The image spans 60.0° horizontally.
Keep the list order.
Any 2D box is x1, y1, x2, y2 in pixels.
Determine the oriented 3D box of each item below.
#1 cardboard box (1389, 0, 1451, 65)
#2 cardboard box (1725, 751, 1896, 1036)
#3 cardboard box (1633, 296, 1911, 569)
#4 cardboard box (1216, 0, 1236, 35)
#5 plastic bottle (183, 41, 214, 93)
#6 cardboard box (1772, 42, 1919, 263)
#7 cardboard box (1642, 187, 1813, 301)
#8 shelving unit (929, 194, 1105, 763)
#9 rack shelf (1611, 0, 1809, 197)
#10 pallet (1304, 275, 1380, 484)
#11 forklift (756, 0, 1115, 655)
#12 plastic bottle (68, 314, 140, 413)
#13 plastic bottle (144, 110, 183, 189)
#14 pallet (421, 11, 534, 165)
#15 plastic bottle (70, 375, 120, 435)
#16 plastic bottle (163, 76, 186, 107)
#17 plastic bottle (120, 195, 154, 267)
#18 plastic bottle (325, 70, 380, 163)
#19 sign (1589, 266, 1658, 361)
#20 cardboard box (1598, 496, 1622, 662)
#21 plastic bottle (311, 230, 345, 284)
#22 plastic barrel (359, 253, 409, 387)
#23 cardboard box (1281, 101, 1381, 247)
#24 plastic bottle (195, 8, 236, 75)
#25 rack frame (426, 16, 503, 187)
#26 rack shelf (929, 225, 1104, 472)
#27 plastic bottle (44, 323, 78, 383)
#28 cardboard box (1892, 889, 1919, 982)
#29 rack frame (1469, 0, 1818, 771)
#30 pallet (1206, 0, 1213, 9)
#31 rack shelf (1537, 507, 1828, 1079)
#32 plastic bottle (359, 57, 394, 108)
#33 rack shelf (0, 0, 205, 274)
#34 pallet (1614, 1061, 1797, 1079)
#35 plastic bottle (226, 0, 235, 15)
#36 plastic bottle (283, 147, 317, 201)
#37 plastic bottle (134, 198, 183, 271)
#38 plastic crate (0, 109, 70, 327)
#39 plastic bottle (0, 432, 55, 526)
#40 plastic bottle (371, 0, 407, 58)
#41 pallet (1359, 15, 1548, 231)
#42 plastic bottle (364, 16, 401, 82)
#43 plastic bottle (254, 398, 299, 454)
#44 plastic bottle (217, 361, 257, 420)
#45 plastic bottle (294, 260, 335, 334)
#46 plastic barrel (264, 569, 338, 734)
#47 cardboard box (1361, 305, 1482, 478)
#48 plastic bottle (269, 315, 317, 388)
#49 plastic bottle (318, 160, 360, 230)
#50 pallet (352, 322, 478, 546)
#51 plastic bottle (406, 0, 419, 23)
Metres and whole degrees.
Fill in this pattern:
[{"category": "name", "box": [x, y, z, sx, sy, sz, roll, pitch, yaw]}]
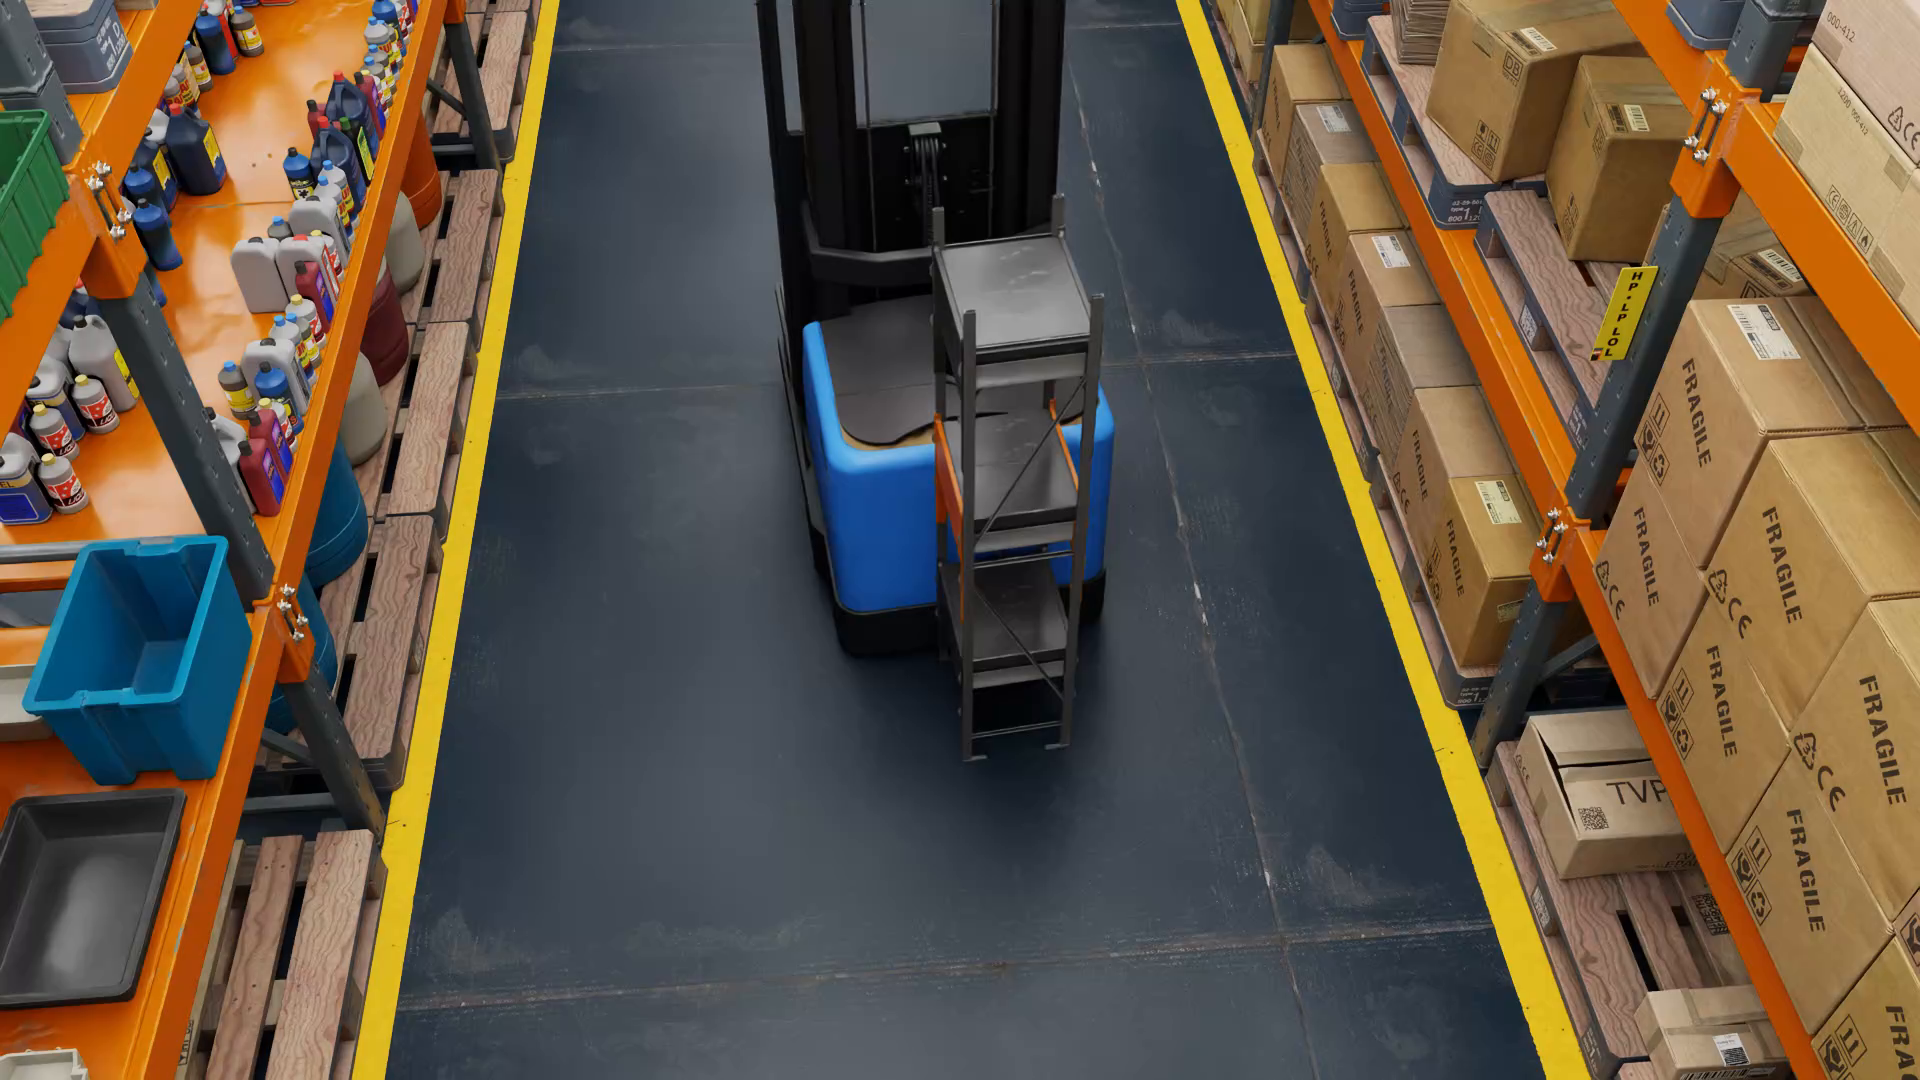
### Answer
[{"category": "cardboard box", "box": [2.109, -2.214, 6.559, 0.700, 0.500, 0.500, 4, 47, 4]}, {"category": "cardboard box", "box": [2.250, 0.820, 3.975, 0.500, 0.500, 0.500, -4, 47, -4]}, {"category": "cardboard box", "box": [2.152, -0.283, 4.331, 0.500, 0.500, 0.500, -2, 47, -2]}, {"category": "cardboard box", "box": [1.724, -3.094, 9.356, 0.500, 0.250, 0.500, -4, 47, -4]}, {"category": "plastic bottle", "box": [-3.132, -1.941, 6.795, 0.097, 0.201, 0.097, 0, 47, 0]}, {"category": "cardboard box", "box": [2.187, -0.876, 3.687, 0.500, 0.250, 0.500, -3, 47, -3]}, {"category": "cardboard box", "box": [2.576, -0.798, 5.218, 0.700, 0.500, 0.500, -18, 49, -16]}, {"category": "shelving unit", "box": [0.161, -0.109, 5.544, 0.431, 2.100, 0.503, -8, 47, -7]}, {"category": "rack shelf", "box": [2.226, -2.494, 5.612, 1.077, 0.370, 4.000, -3, 47, -3]}, {"category": "pallet", "box": [2.182, -0.775, 7.475, 1.003, 0.211, 1.213, -3, 47, -3]}, {"category": "forklift", "box": [-0.215, -1.654, 6.434, 1.130, 2.935, 3.031, -8, 47, -7]}, {"category": "plastic bottle", "box": [-2.803, -0.601, 5.424, 0.144, 0.351, 0.185, -3, 47, -3]}, {"category": "plastic bottle", "box": [-3.048, -1.480, 6.307, 0.152, 0.276, 0.135, -3, 47, -3]}, {"category": "pallet", "box": [-2.904, -2.463, 9.073, 1.003, 0.211, 1.213, -3, 47, -3]}, {"category": "plastic bottle", "box": [-2.806, -0.447, 5.381, 0.097, 0.201, 0.097, 0, 47, 0]}, {"category": "plastic bottle", "box": [-3.104, -1.727, 6.545, 0.097, 0.271, 0.097, 0, 47, 0]}, {"category": "plastic bottle", "box": [-3.002, -1.082, 5.930, 0.152, 0.276, 0.135, -3, 47, -3]}, {"category": "plastic bottle", "box": [-2.352, -1.630, 6.398, 0.144, 0.351, 0.185, -3, 47, -3]}, {"category": "sign", "box": [1.840, -0.625, 4.615, 0.100, 0.325, 0.005, -3, 47, -3]}, {"category": "cardboard box", "box": [2.595, 0.081, 6.163, 0.500, 0.500, 0.500, -5, 47, -5]}, {"category": "plastic bottle", "box": [-2.262, -1.010, 5.914, 0.097, 0.201, 0.097, 0, 47, 0]}, {"category": "plastic barrel", "box": [-2.726, -1.004, 7.143, 0.600, 0.588, 0.708, -3, 47, -3]}, {"category": "cardboard box", "box": [1.861, -1.724, 7.871, 0.500, 0.500, 0.500, -5, 47, -5]}, {"category": "plastic bottle", "box": [-3.082, -2.065, 6.865, 0.097, 0.271, 0.097, 0, 47, 0]}, {"category": "rack frame", "box": [-2.878, -2.859, 7.528, 1.000, 3.000, 0.127, -3, 47, -3]}, {"category": "rack shelf", "box": [0.161, -0.581, 5.045, 0.431, 0.518, 0.480, -8, 47, -7]}, {"category": "plastic bottle", "box": [-2.946, -0.593, 5.416, 0.144, 0.351, 0.185, -3, 47, -3]}, {"category": "cardboard box", "box": [2.282, 0.836, 3.271, 0.500, 0.500, 0.500, -2, 47, -2]}, {"category": "rack frame", "box": [2.393, -0.263, 5.070, 1.000, 3.000, 0.127, -3, 47, -3]}, {"category": "pallet", "box": [1.929, -3.677, 10.223, 1.003, 0.211, 1.213, -3, 47, -3]}, {"category": "rack shelf", "box": [2.560, 1.432, 3.960, 1.077, 0.370, 4.000, -3, 47, -3]}, {"category": "plastic bottle", "box": [-2.360, -1.849, 6.709, 0.097, 0.201, 0.097, 0, 47, 0]}, {"category": "rack shelf", "box": [-2.711, -2.196, 5.329, 1.077, 0.370, 4.000, -3, 47, -3]}, {"category": "pallet", "box": [2.555, 2.078, 4.774, 1.003, 0.211, 1.213, -3, 47, -3]}, {"category": "plastic bottle", "box": [-3.174, -2.302, 7.137, 0.097, 0.201, 0.097, 0, 47, 0]}, {"category": "plastic bottle", "box": [-2.442, -1.334, 6.172, 0.097, 0.271, 0.097, 0, 47, 0]}, {"category": "plastic bottle", "box": [-2.879, -1.101, 5.952, 0.097, 0.271, 0.097, 0, 47, 0]}, {"category": "plastic crate", "box": [-2.207, -0.635, 3.502, 0.450, 0.188, 0.662, -3, 47, -3]}, {"category": "plastic bottle", "box": [-2.898, -0.187, 5.083, 0.152, 0.276, 0.135, -3, 47, -3]}, {"category": "plastic bottle", "box": [-2.392, -2.155, 6.950, 0.097, 0.271, 0.097, 0, 47, 0]}, {"category": "pallet", "box": [2.225, -1.684, 6.548, 1.003, 0.211, 1.213, -3, 47, -3]}, {"category": "plastic bottle", "box": [-2.376, -2.014, 6.817, 0.097, 0.271, 0.097, 0, 47, 0]}, {"category": "plastic bottle", "box": [-2.188, -0.366, 5.304, 0.097, 0.201, 0.097, 0, 47, 0]}, {"category": "plastic bottle", "box": [-2.356, -0.498, 5.429, 0.097, 0.201, 0.097, 0, 47, 0]}, {"category": "plastic bottle", "box": [-2.223, -0.858, 5.714, 0.061, 0.283, 0.133, -3, 47, -3]}, {"category": "plastic barrel", "box": [-2.572, 0.218, 5.770, 0.600, 0.901, 0.708, -3, 47, -3]}, {"category": "cardboard box", "box": [1.991, -0.615, 6.822, 0.500, 0.500, 0.500, -3, 47, -3]}, {"category": "plastic bottle", "box": [-2.216, -0.629, 5.505, 0.097, 0.271, 0.097, 0, 47, 0]}, {"category": "plastic bottle", "box": [-2.290, -1.272, 6.114, 0.097, 0.271, 0.097, 0, 47, 0]}, {"category": "pallet", "box": [-2.672, -0.451, 7.168, 1.003, 0.211, 1.213, -3, 47, -3]}, {"category": "plastic bottle", "box": [-2.400, -2.385, 7.159, 0.061, 0.283, 0.133, -3, 47, -3]}]
